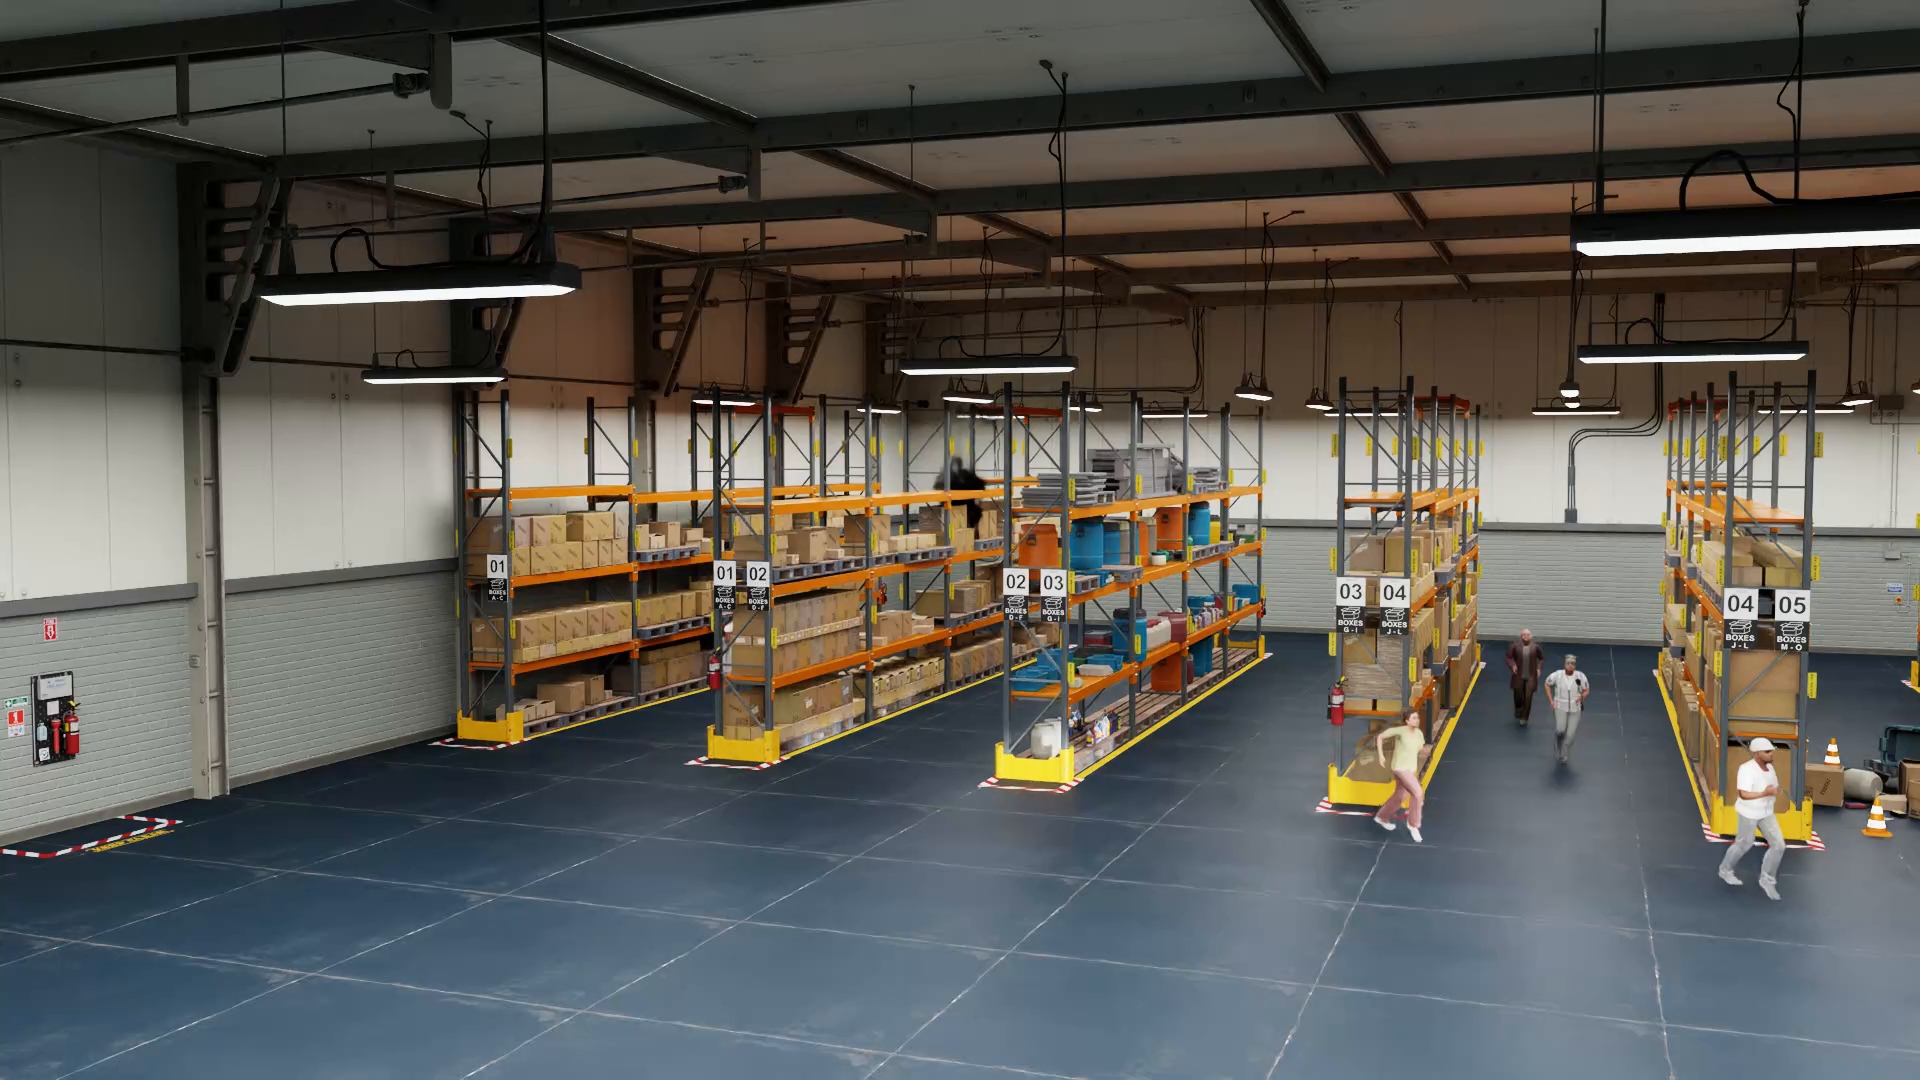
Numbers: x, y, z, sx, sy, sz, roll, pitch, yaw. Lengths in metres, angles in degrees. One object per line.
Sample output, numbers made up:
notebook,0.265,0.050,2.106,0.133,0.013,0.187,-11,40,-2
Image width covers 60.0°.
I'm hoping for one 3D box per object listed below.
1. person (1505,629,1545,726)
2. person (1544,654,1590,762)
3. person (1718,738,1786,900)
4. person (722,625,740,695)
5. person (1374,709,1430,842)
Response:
person,10.236,2.474,30.133,0.702,1.729,0.673,1,3,16
person,9.641,2.673,26.372,0.662,1.739,0.633,1,3,12
person,8.874,3.107,18.607,0.661,1.833,0.832,-1,3,-24
person,-4.235,2.426,30.750,0.663,1.763,0.933,1,3,12
person,5.690,2.995,21.390,0.599,1.690,0.791,-2,4,-34
